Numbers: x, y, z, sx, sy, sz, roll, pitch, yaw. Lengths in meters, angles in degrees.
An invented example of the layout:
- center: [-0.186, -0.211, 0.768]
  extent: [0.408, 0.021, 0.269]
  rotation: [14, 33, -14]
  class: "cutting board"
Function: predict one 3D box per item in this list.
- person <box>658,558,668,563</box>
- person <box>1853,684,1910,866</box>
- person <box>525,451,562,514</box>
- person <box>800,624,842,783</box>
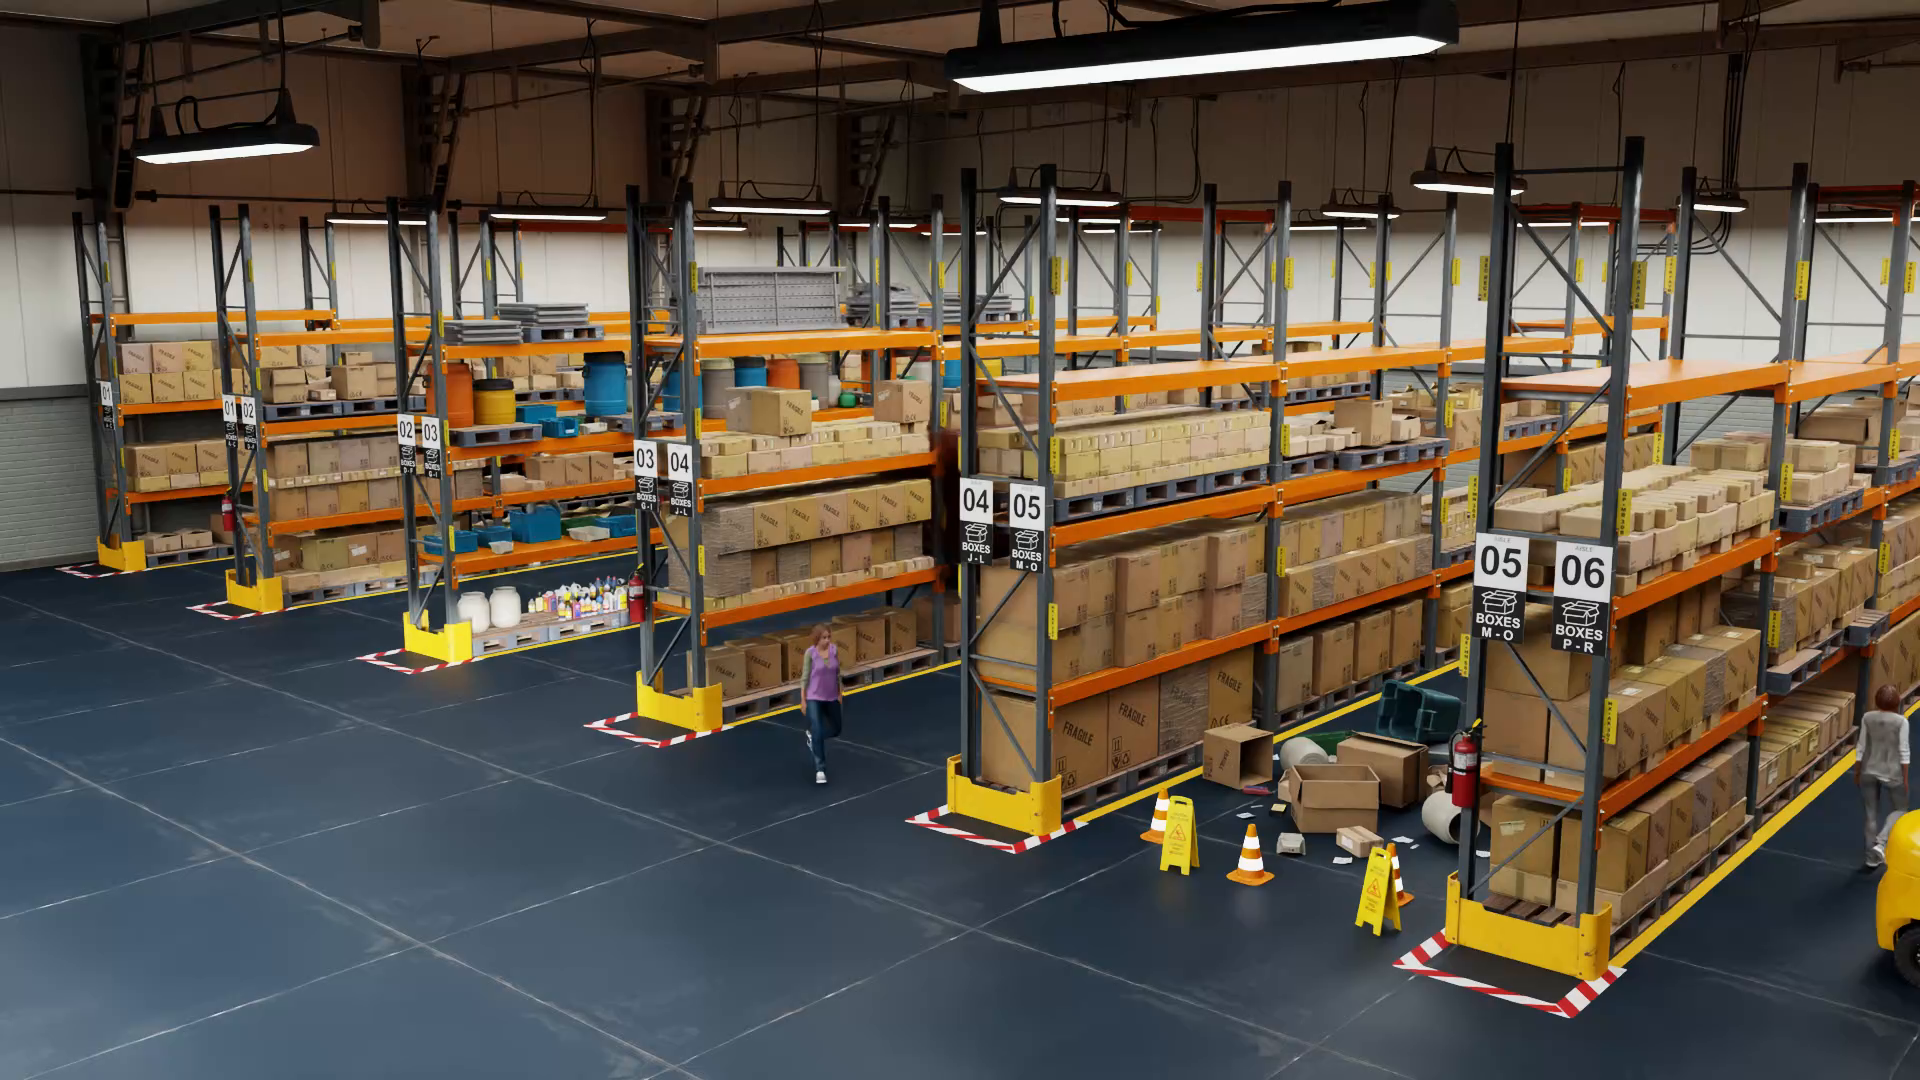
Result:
- center: [-4.763, -0.476, 28.771]
  extent: [0.669, 1.695, 1.067]
  rotation: [6, 11, 31]
  class: "person"
- center: [7.891, 2.035, 14.265]
  extent: [0.436, 1.596, 0.442]
  rotation: [8, 12, 40]
  class: "person"
- center: [-8.296, -1.133, 32.751]
  extent: [0.640, 1.715, 1.079]
  rotation: [6, 11, 31]
  class: "person"
- center: [-1.412, 1.603, 16.876]
  extent: [0.456, 1.562, 0.797]
  rotation: [-5, 11, -28]
  class: "person"
